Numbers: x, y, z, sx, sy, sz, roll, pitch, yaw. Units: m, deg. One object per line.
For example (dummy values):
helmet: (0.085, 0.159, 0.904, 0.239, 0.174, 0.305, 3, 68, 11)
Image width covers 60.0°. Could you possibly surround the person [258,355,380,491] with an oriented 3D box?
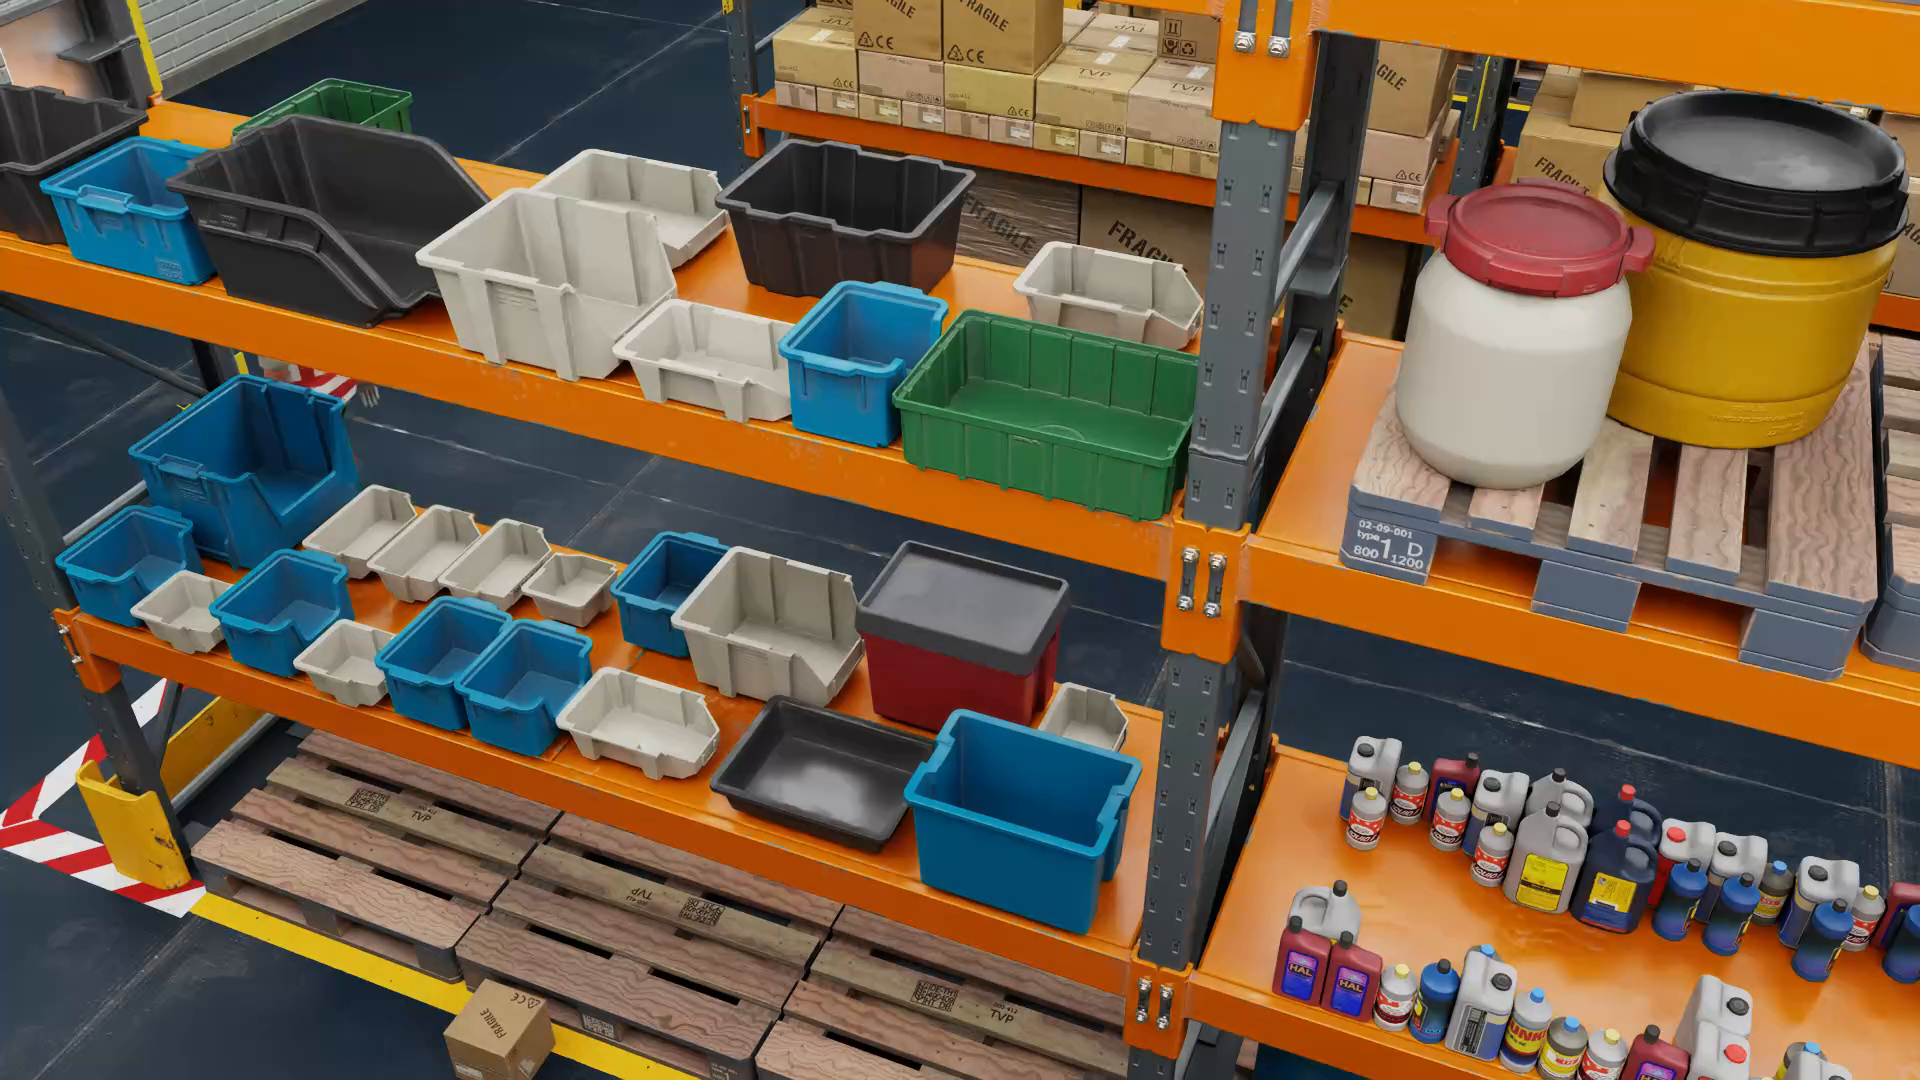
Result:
person: (-2.993, -0.639, 7.612, 0.485, 1.801, 0.608, 11, 39, 14)
